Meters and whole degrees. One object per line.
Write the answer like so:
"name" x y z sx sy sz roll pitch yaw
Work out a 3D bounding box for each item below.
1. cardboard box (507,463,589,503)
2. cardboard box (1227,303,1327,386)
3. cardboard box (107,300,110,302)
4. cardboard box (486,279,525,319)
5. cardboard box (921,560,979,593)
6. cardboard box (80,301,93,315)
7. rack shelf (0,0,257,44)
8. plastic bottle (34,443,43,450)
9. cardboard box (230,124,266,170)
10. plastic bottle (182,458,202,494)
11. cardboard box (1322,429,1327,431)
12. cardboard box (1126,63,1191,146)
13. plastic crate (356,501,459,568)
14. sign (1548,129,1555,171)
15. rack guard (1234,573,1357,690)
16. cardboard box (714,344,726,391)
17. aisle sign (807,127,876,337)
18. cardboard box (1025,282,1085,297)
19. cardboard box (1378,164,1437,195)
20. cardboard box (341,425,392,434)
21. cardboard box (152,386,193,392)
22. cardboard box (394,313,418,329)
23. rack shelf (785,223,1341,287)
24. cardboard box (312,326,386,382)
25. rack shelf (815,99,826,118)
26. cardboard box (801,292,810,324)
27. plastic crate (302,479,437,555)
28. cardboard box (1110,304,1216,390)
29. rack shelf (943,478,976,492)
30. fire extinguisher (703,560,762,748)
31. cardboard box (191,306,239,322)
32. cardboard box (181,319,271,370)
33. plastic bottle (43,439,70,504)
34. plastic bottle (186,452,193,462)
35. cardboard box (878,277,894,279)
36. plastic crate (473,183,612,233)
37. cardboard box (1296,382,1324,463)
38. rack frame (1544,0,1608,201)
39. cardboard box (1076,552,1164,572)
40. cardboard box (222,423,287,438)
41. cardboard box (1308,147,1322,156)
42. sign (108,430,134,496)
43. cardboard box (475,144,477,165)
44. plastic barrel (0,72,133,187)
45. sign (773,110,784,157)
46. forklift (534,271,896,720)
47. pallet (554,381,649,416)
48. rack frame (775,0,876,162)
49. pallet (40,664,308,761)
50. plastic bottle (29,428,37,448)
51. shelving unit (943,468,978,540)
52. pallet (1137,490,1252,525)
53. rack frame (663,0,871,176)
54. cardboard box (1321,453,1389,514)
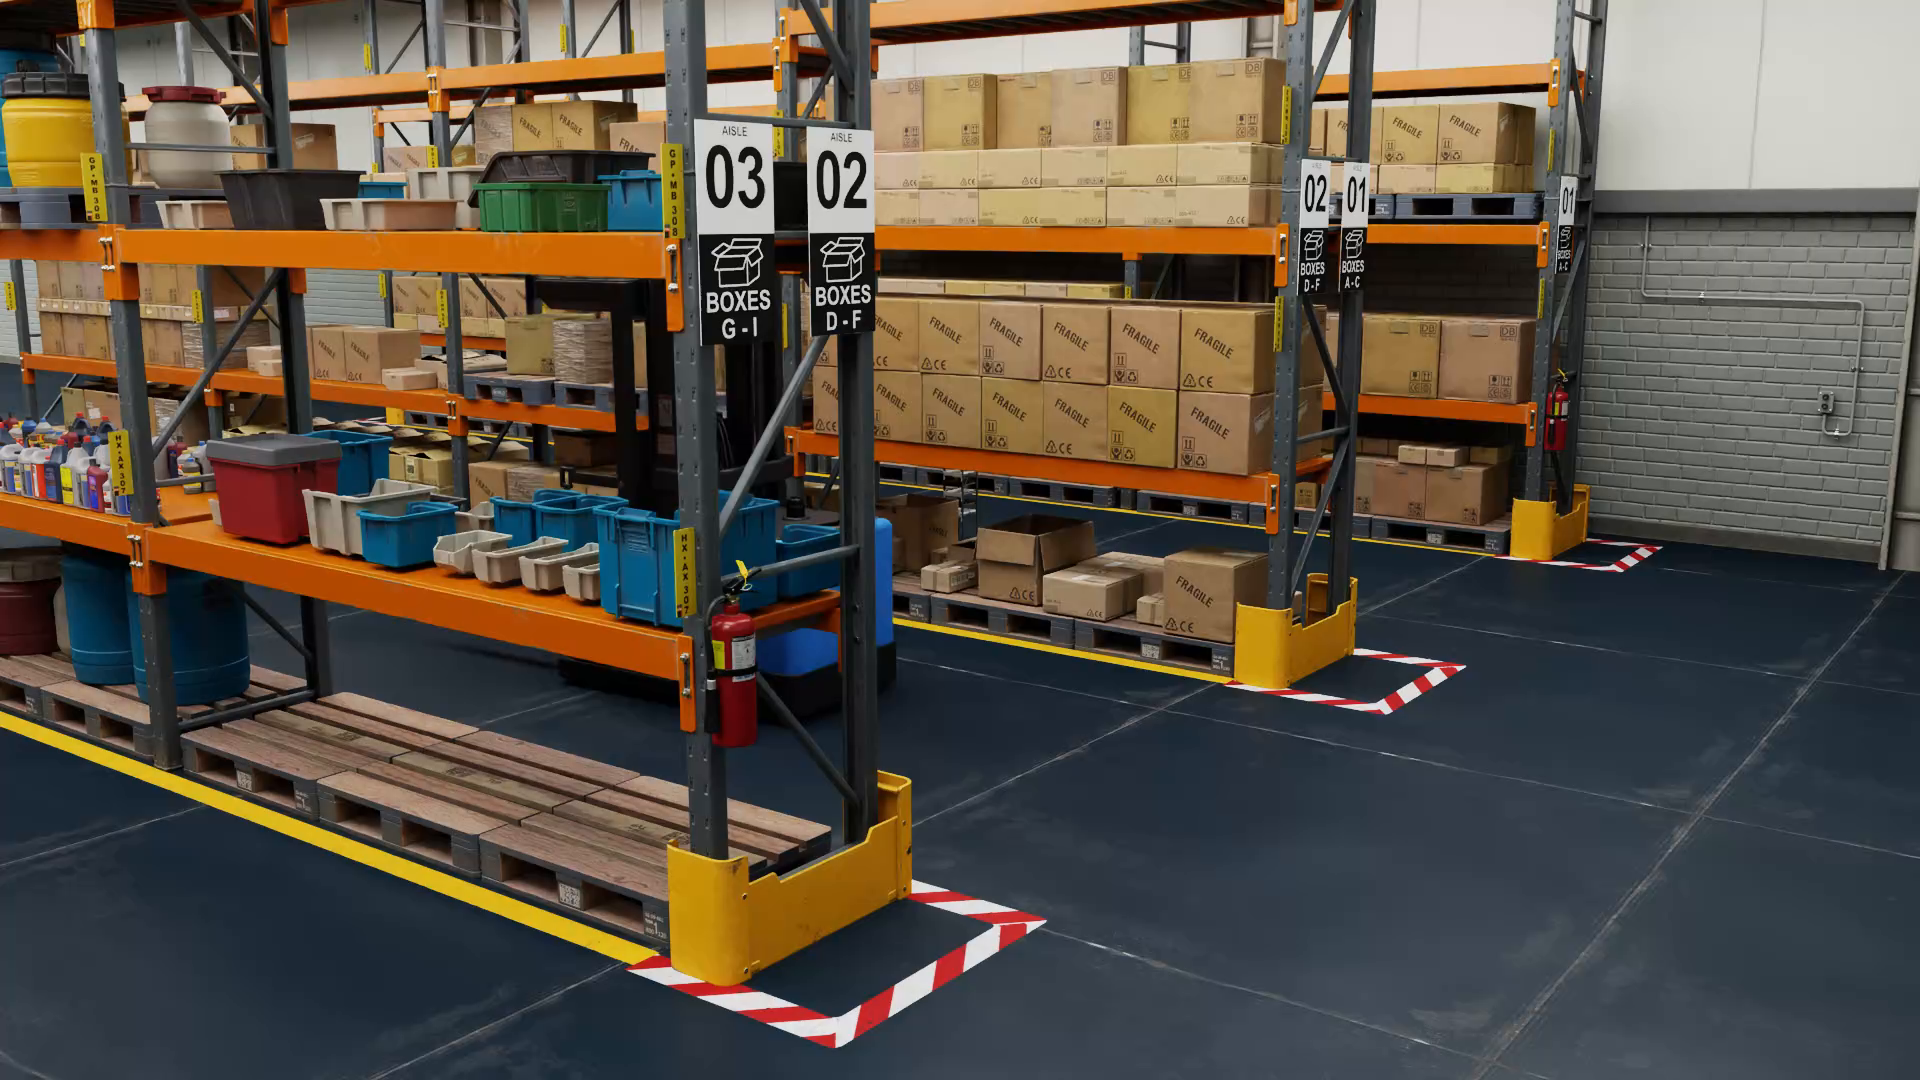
"cardboard box" -3.583 -0.380 14.519 0.500 0.500 0.500 7 13 33
"cardboard box" 2.040 -1.275 10.827 0.500 0.500 0.500 8 14 37
"cardboard box" -9.005 -2.898 18.433 0.500 0.500 0.700 8 14 36
"cardboard box" -5.870 -3.176 21.918 0.500 0.500 0.500 7 13 34
"cardboard box" -0.069 0.257 12.107 0.250 0.166 0.380 8 13 36
"cardboard box" -9.632 -2.618 18.695 0.250 0.149 0.380 7 13 34
"rack shelf" -5.529 -2.957 9.570 4.000 0.370 1.077 8 13 36
"plastic bottle" -5.364 -0.428 9.685 0.097 0.271 0.097 0 11 0
"cardboard box" -6.956 -3.892 16.667 0.500 0.500 0.500 8 14 36
"plastic bottle" -4.418 -0.369 9.564 0.097 0.201 0.097 0 11 0
"cardboard box" 3.332 -0.980 15.968 0.250 0.149 0.380 8 14 36
"cardboard box" 1.465 -2.782 10.718 0.500 0.500 0.700 8 13 36
"plastic crate" -2.500 -0.026 7.548 0.300 0.233 0.416 8 13 36
"sign" 4.839 -3.190 13.604 0.005 0.325 0.100 8 13 36
"rack guard" 2.181 0.574 10.746 0.348 0.500 1.175 8 13 36
"cardboard box" -1.823 -1.505 13.541 0.700 0.500 0.500 -11 15 -44
"aisle sign" -0.459 -1.200 6.493 0.004 0.787 0.394 8 13 36
"cardboard box" 1.013 -2.499 16.974 0.500 0.250 0.500 8 14 37
"cardboard box" 4.003 -3.158 14.584 0.500 0.250 0.500 7 13 33
"cardboard box" -6.110 -1.010 17.008 0.500 0.311 0.500 8 13 35
"cardboard box" -8.829 -1.487 18.975 0.500 0.500 0.500 8 13 36
"cardboard box" -7.520 -3.035 23.162 0.500 0.250 0.500 7 13 34
"rack shelf" 0.630 -1.989 11.410 4.000 0.370 1.077 8 13 36
"cardboard box" -5.992 -1.838 16.372 0.500 0.500 0.500 8 14 36
"rack shelf" 0.335 -4.474 17.410 4.000 0.370 1.077 8 13 36
"cardboard box" -1.662 -2.619 19.250 0.500 0.500 0.700 6 13 29
"plastic crate" -2.795 -0.108 7.844 0.530 0.282 0.437 8 13 36
"cardboard box" 1.313 -1.249 10.694 0.500 0.500 0.500 8 14 37
"rack shelf" 0.007 -0.497 14.929 0.200 0.077 0.258 8 13 36
"fire extinguisher" -0.840 0.421 6.143 0.183 0.674 0.296 8 13 36
"cardboard box" -7.776 -2.359 17.356 0.250 0.149 0.380 8 13 35
"cardboard box" -7.791 -2.092 17.682 0.500 0.500 0.700 8 13 34
"plastic bottle" -5.001 -0.386 9.259 0.185 0.351 0.144 8 13 36
"plastic bottle" -4.515 -0.419 9.819 0.097 0.201 0.097 0 11 0
"cardboard box" -1.040 -2.782 18.440 0.500 0.250 0.500 8 14 37
"plastic crate" -1.657 -1.323 6.629 0.336 0.188 0.450 8 13 36
"cardboard box" 2.040 -0.784 10.922 0.500 0.500 0.500 8 14 37
"rack frame" 5.171 -4.349 13.817 0.127 3.000 1.000 8 13 36
"cardboard box" 1.166 0.272 11.806 0.500 0.250 0.500 8 13 36
"cardboard box" -7.244 -1.041 17.169 0.500 0.311 0.500 8 14 36
"cardboard box" 1.982 -2.387 10.651 0.500 0.250 0.500 8 13 36
"sign" -4.244 -0.388 8.411 0.005 0.325 0.100 8 13 36
"cardboard box" -5.940 -4.907 21.651 0.500 0.500 0.500 7 13 34
"plastic barrel" -4.773 -2.179 8.899 0.600 0.588 0.600 0 11 0
"sign" -1.308 -2.929 11.976 0.005 0.325 0.100 8 13 36
"forklift" -1.903 -0.597 10.400 3.031 2.935 1.130 7 13 33
"pallet" -2.636 -1.232 14.005 1.213 0.211 1.003 8 13 36
"rack frame" -0.982 -4.040 12.219 0.127 3.000 1.000 8 13 36
"pallet" -4.514 0.939 9.618 1.213 0.211 1.003 8 13 36
"plastic bottle" -6.059 -0.634 10.932 0.097 0.201 0.097 0 11 0
"shelving unit" 0.007 -0.441 14.940 0.210 0.900 0.258 8 13 36
"pallet" 2.514 -0.387 16.472 1.213 0.211 1.003 8 13 36
"rack frame" -0.693 -2.832 5.977 0.127 3.000 1.000 8 13 36
"cardboard box" 3.739 -0.558 15.494 0.500 0.500 0.700 7 13 34
